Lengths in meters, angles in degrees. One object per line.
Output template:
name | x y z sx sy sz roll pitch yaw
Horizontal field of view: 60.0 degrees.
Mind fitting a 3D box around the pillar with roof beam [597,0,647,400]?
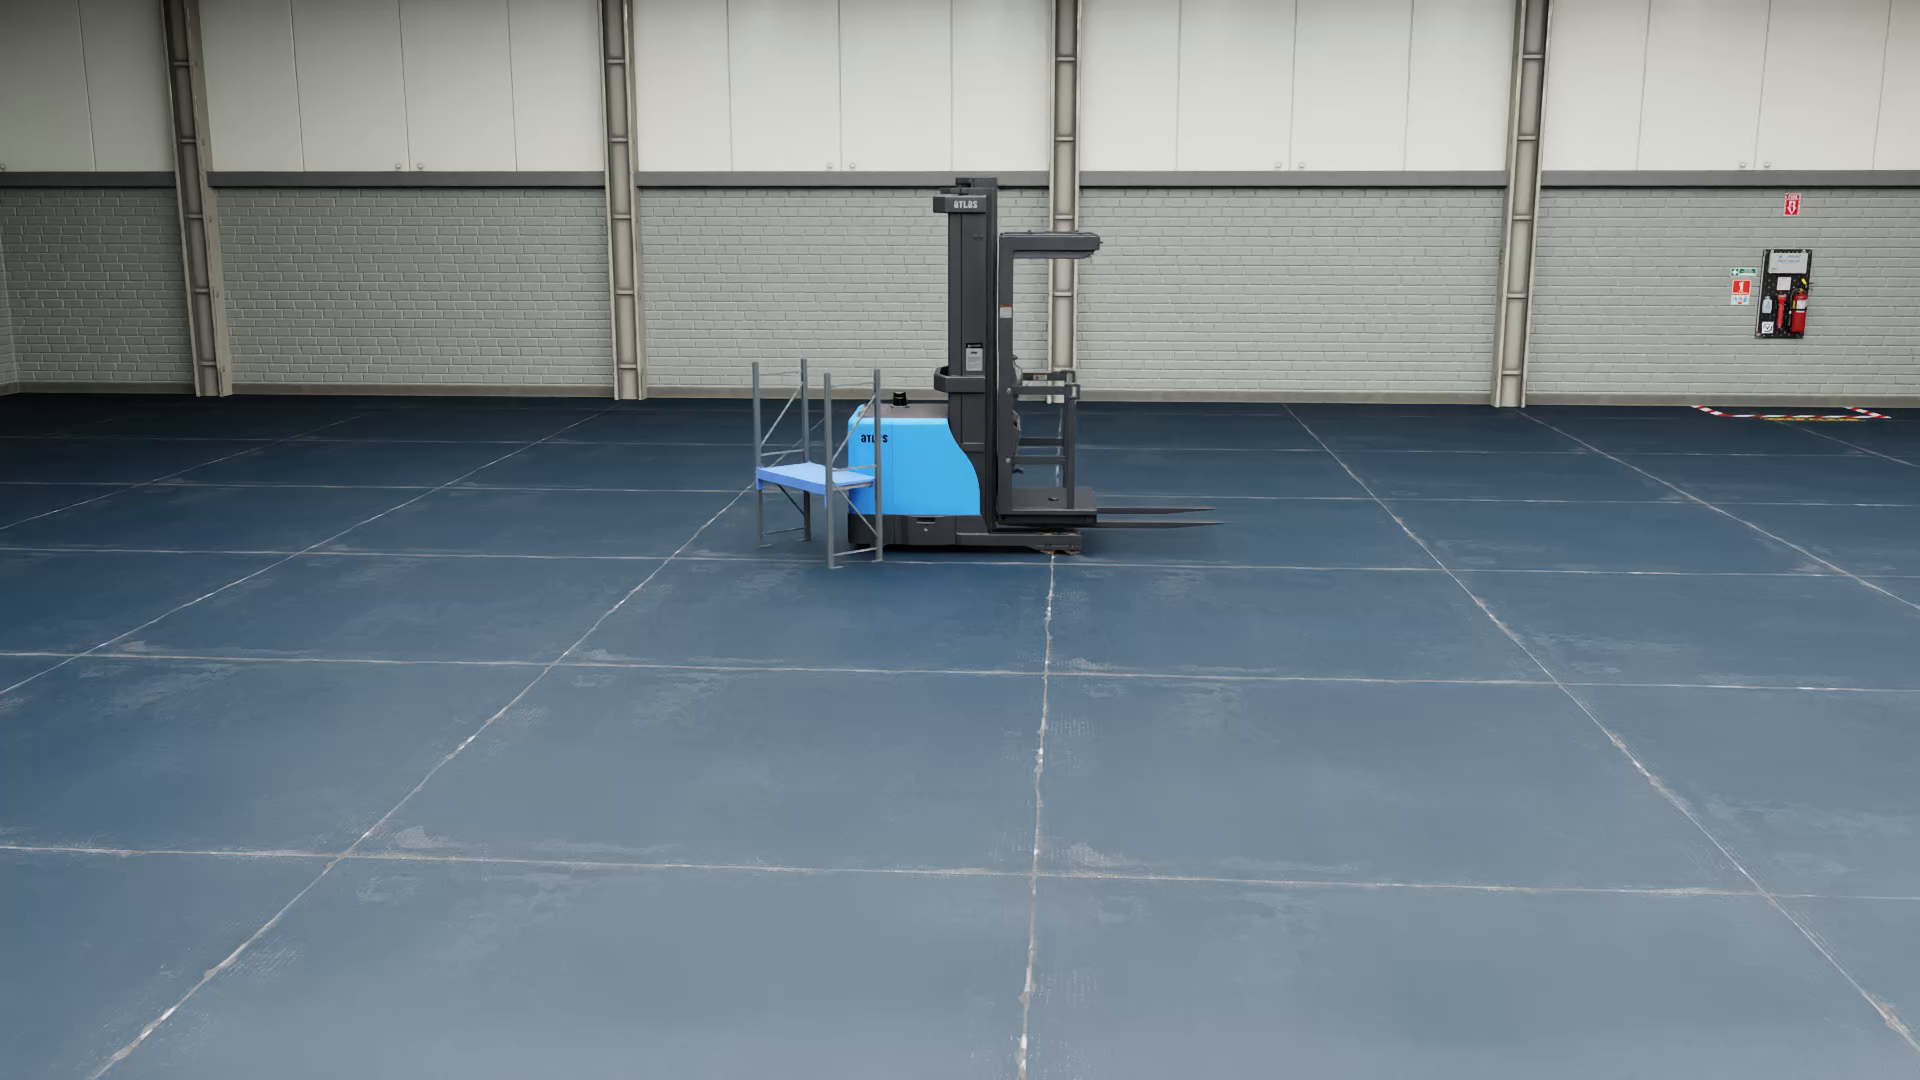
pillar with roof beam | -4.879 -5.501 18.086 0.400 9.000 9.100 1 12 4

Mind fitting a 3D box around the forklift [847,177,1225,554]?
forklift | 0.625 -1.431 13.450 3.031 2.935 1.130 0 12 2

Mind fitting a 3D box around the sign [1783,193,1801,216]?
sign | 10.904 -4.394 21.786 0.199 0.298 0.001 1 12 4

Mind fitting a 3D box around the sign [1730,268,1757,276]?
sign | 10.364 -3.543 21.996 0.331 0.109 0.001 1 12 4

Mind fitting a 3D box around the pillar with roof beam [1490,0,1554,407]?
pillar with roof beam | 7.094 -5.336 17.301 0.400 9.000 9.100 1 12 4

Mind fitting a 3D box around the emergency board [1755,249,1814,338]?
emergency board | 10.905 -3.239 21.926 0.643 1.169 0.194 1 12 4

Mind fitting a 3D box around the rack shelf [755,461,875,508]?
rack shelf | -1.126 -0.448 13.120 0.538 0.185 1.000 -9 15 -37

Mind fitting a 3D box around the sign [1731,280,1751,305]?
sign | 10.360 -3.285 22.059 0.234 0.329 0.001 1 12 4

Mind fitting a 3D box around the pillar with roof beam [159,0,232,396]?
pillar with roof beam | -10.866 -5.583 18.478 0.400 9.000 9.100 1 12 4

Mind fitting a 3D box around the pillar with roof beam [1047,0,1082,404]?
pillar with roof beam | 1.107 -5.418 17.693 0.400 9.000 9.100 1 12 4

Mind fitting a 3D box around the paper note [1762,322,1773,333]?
paper note | 10.733 -2.824 22.095 0.142 0.148 0.016 1 12 4

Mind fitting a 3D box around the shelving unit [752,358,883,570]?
shelving unit | -1.126 -0.624 13.083 0.538 1.500 1.048 -9 15 -37

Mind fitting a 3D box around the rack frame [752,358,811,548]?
rack frame | -1.442 -0.705 13.473 0.500 1.500 0.032 -9 15 -37

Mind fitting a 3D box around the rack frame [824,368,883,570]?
rack frame | -0.811 -0.542 12.693 0.500 1.500 0.032 -9 15 -37
